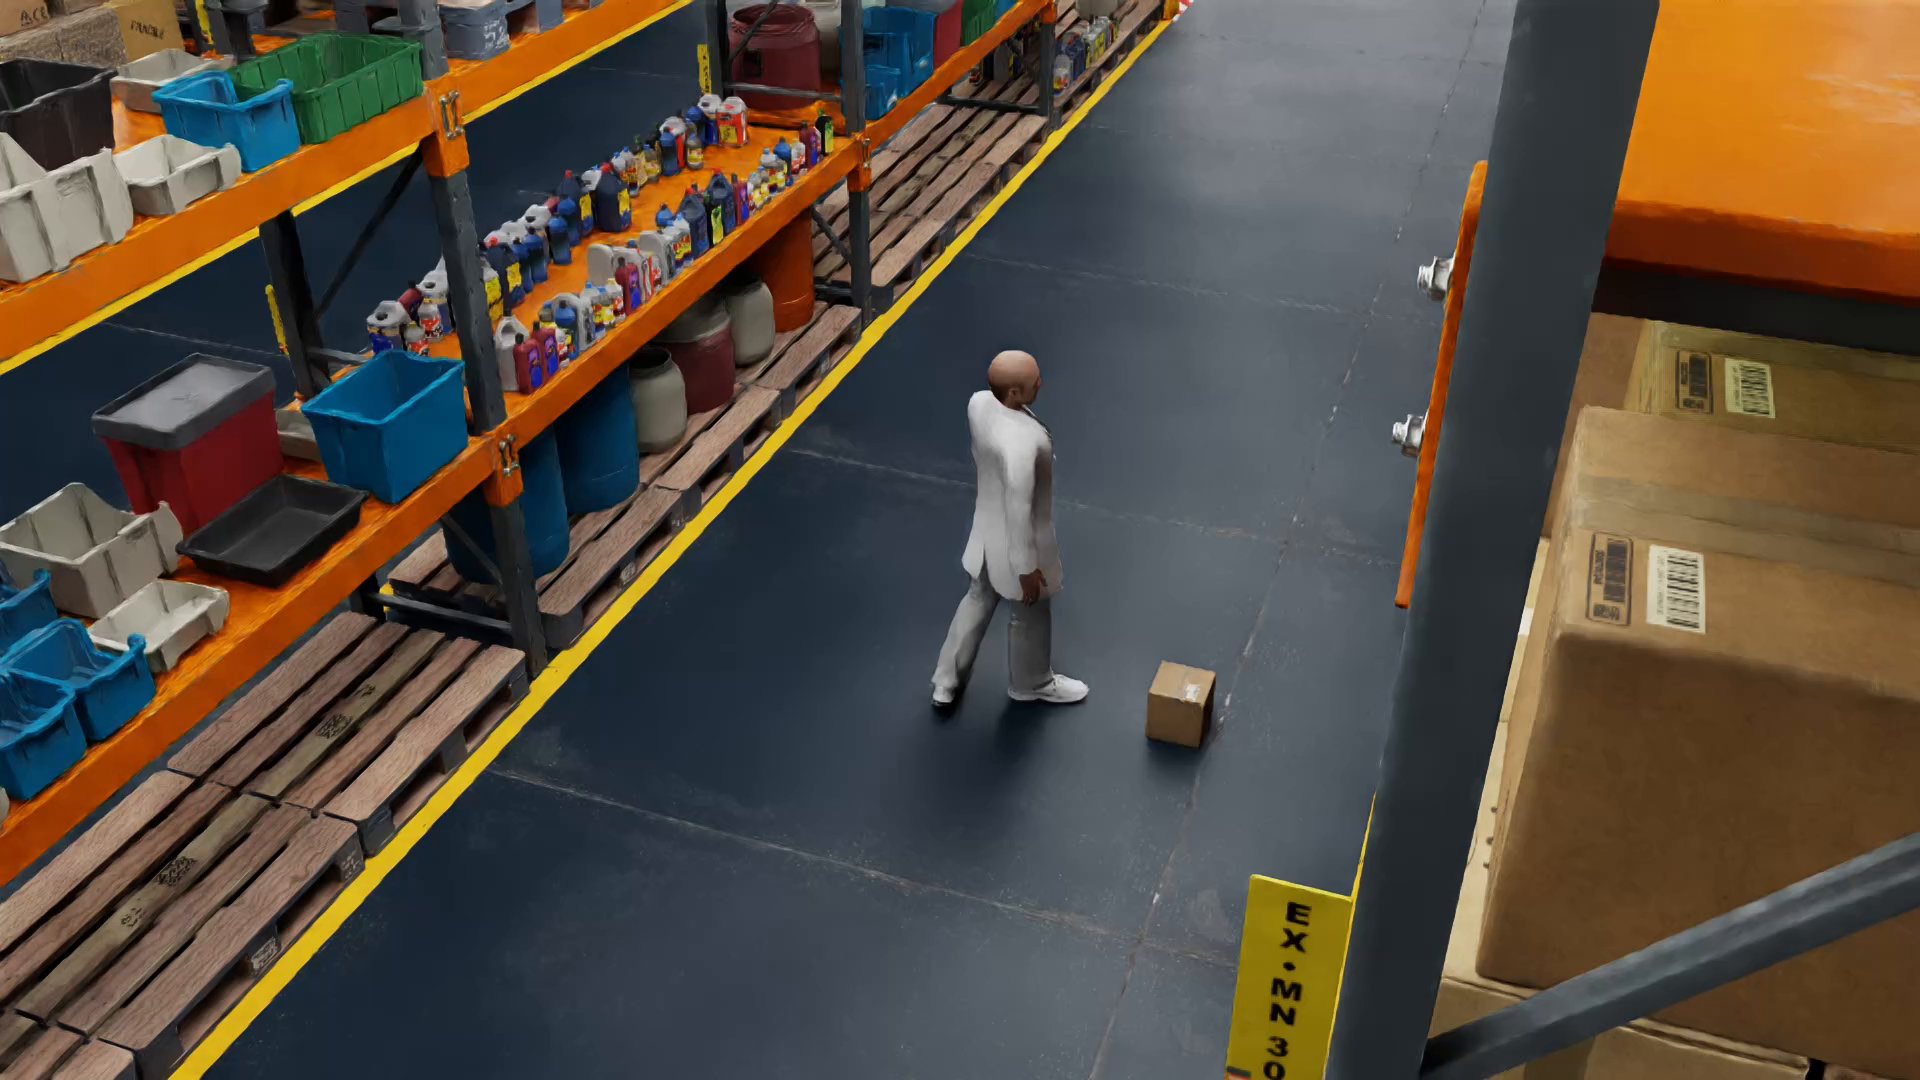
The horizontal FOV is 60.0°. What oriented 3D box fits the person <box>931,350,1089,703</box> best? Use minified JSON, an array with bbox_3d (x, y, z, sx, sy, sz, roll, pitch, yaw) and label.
[{"bbox_3d":[0.210,-0.025,7.186,0.709,1.775,0.669,-13,35,-19],"label":"person"}]
